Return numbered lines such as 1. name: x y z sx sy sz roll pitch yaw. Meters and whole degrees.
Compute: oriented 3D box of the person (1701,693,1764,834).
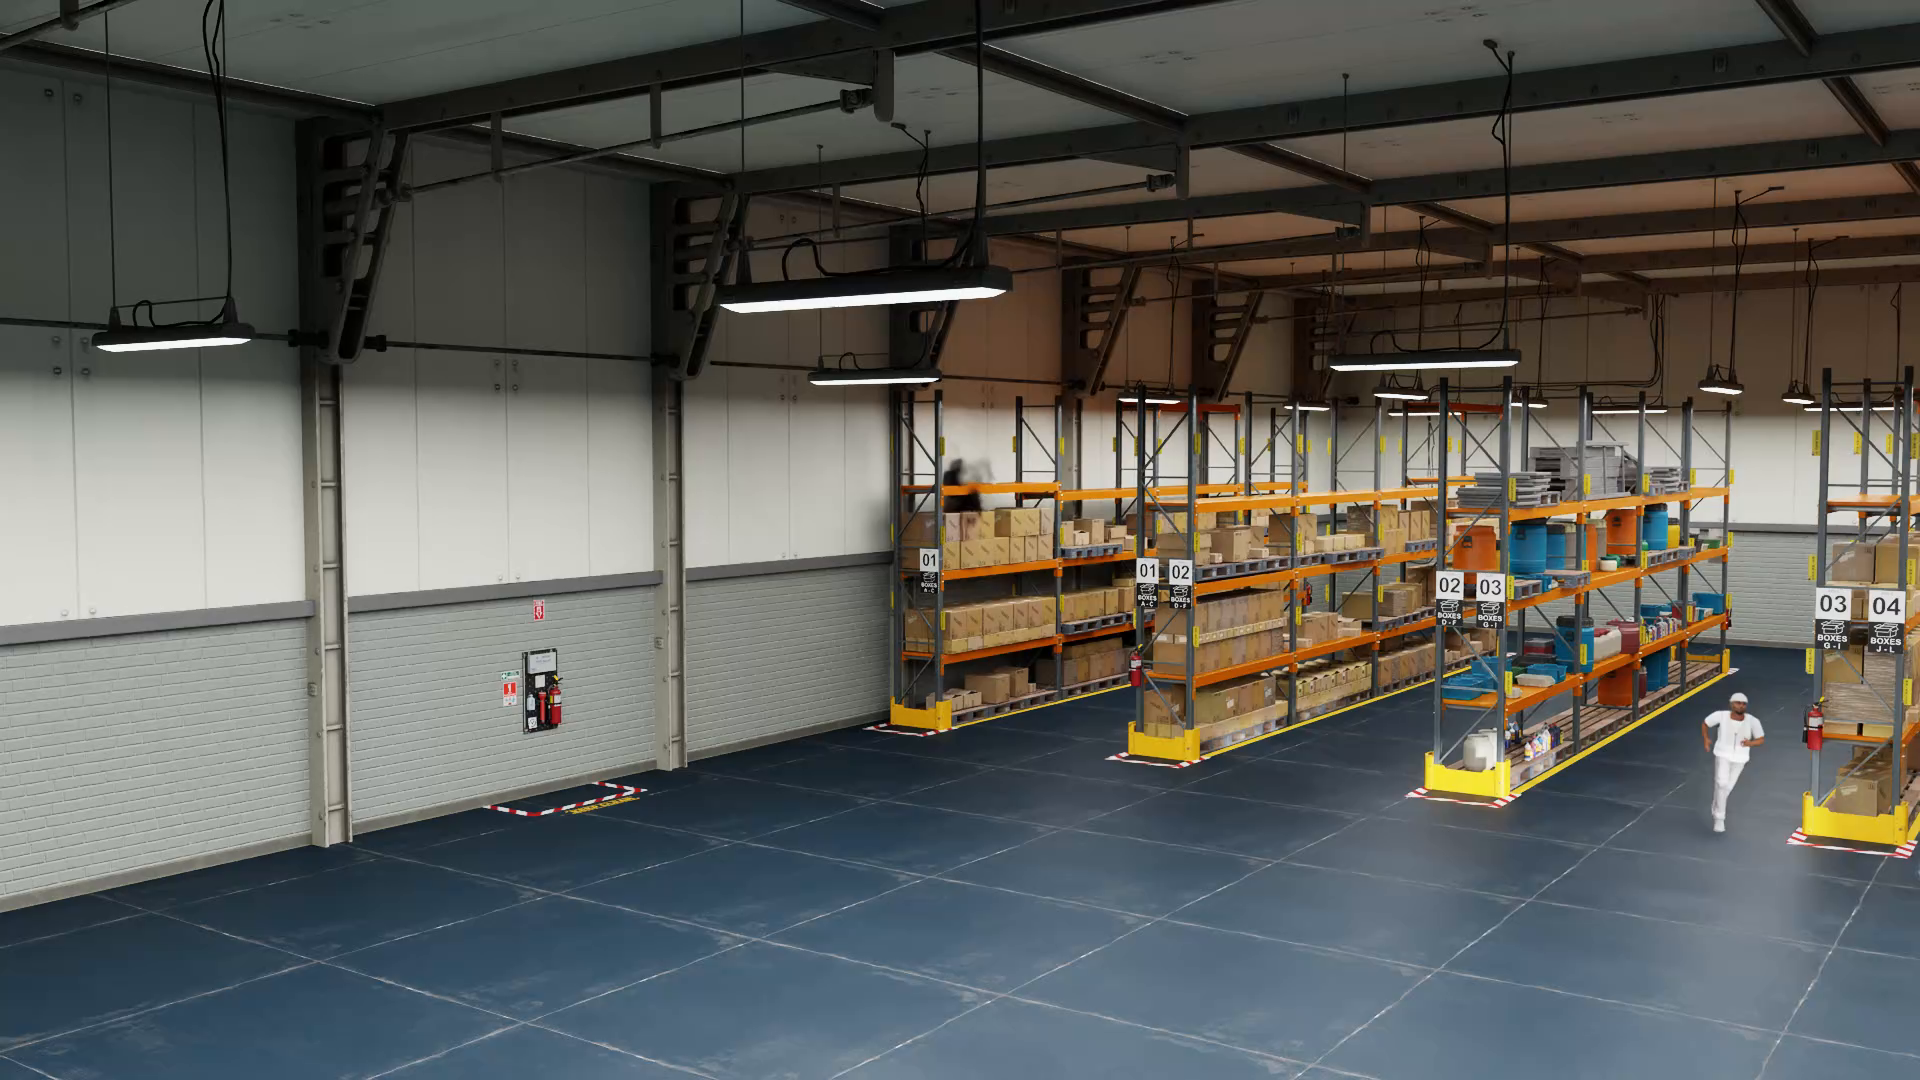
1. person: 10.159 2.886 21.839 0.729 1.790 0.926 1 3 12
